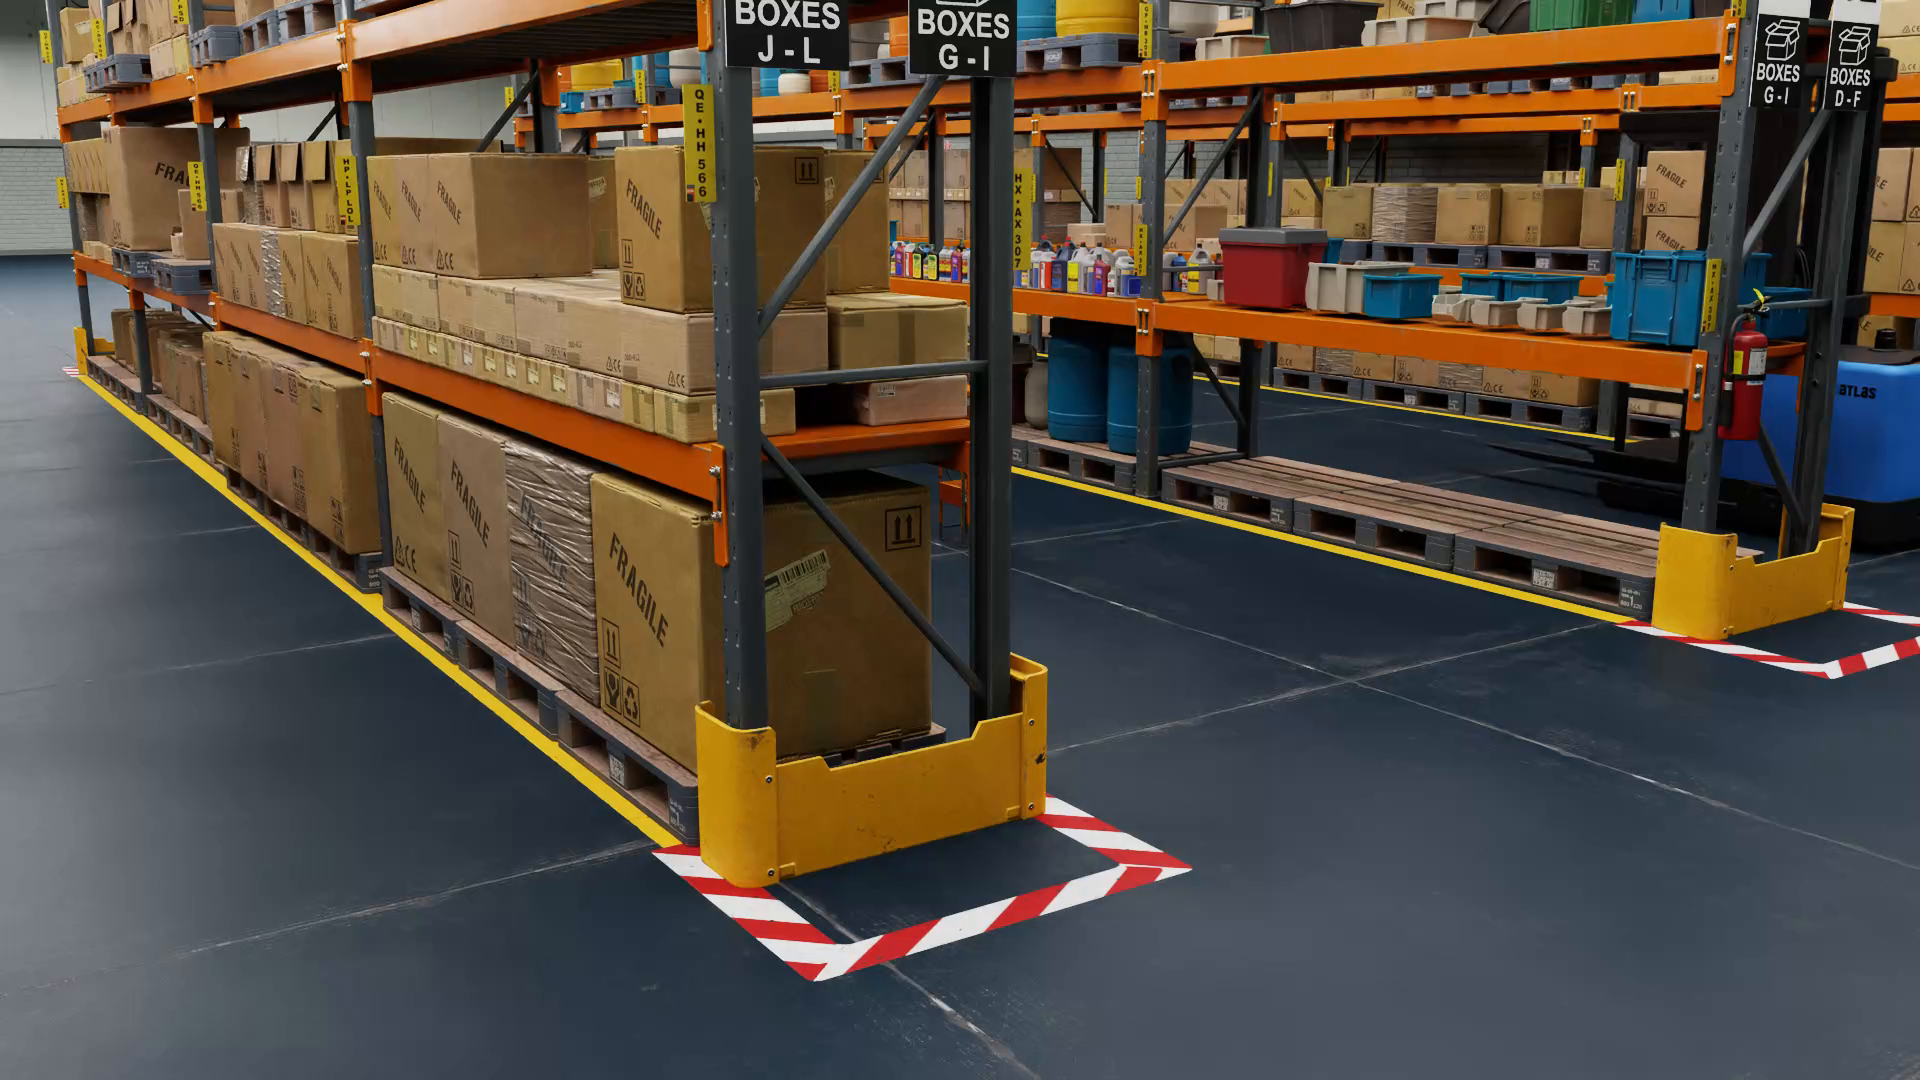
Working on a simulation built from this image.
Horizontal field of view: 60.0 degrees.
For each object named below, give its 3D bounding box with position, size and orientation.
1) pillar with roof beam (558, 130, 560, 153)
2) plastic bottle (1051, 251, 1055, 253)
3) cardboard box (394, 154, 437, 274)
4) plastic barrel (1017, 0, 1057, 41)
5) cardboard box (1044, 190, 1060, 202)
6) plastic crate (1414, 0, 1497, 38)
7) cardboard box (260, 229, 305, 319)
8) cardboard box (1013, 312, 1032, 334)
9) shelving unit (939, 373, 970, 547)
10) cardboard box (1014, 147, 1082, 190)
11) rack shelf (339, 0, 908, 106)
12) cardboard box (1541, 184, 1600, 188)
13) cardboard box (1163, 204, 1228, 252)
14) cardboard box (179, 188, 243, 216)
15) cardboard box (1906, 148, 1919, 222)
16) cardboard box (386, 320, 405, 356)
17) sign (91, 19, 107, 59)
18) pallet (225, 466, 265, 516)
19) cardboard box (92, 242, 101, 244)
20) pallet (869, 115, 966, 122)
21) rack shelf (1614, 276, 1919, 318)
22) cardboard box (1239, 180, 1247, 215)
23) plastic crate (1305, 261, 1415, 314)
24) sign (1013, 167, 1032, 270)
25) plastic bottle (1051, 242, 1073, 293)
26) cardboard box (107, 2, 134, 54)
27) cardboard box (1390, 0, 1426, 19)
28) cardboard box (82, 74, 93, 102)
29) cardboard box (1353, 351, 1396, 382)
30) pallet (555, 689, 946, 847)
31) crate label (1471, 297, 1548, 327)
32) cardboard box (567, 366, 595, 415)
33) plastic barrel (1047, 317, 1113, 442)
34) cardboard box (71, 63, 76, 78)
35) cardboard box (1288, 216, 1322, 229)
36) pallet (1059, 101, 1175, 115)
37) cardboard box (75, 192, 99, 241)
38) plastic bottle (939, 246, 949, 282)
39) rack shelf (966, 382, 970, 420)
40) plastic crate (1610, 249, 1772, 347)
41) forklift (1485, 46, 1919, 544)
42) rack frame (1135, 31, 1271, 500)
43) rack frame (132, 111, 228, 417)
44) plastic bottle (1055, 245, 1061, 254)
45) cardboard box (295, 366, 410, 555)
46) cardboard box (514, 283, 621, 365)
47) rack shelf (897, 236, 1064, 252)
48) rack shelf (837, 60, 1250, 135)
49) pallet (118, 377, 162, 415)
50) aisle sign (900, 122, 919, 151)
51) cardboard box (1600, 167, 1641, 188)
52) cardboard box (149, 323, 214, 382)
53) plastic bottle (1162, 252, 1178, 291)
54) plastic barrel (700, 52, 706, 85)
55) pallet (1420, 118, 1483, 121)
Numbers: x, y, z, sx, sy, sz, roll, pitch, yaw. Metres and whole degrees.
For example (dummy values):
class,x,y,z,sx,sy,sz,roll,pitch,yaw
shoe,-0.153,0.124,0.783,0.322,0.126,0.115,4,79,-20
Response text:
class,x,y,z,sx,sy,sz,roll,pitch,yaw
pillar with roof beam,-15.869,-12.847,47.544,9.100,9.000,0.548,-8,15,-33
plastic bottle,0.679,-1.971,12.155,0.097,0.271,0.097,0,12,0
cardboard box,-2.175,-1.454,7.387,0.500,0.500,0.500,-8,15,-33
plastic barrel,0.556,-4.006,11.983,0.600,0.901,0.708,-8,15,-33
cardboard box,0.993,-4.203,20.306,0.380,0.149,0.250,-8,15,-33
plastic crate,2.874,-2.932,9.505,0.437,0.282,0.530,-8,15,-33
cardboard box,-3.818,-1.590,9.875,0.500,0.500,0.500,-8,15,-33
cardboard box,0.884,-2.732,20.788,0.500,0.250,0.500,-8,15,-33
shelving unit,0.030,-0.503,9.706,0.215,1.050,0.252,-8,15,-33
cardboard box,1.071,-4.575,20.489,0.700,0.500,0.500,-8,15,-32
rack shelf,-1.386,-1.977,6.546,1.077,0.370,4.000,-8,15,-33
cardboard box,7.392,-4.036,20.031,0.700,0.500,0.500,-10,16,-39
cardboard box,2.595,-3.448,18.373,0.500,0.500,0.500,-9,15,-36
cardboard box,-5.889,-2.600,13.506,0.797,0.503,0.637,-6,14,-27
cardboard box,6.924,-2.445,11.447,0.500,0.500,0.500,-8,14,-31
cardboard box,-2.462,-0.958,7.808,0.380,0.149,0.250,-9,15,-35
sign,-7.374,-4.294,14.246,0.100,0.325,0.005,-8,15,-33
pallet,-4.336,-0.419,11.285,1.003,0.211,1.213,-8,15,-33
cardboard box,-8.646,-2.972,17.017,0.380,0.149,0.250,-8,15,-33
pallet,-0.524,-5.819,22.634,1.003,0.211,1.213,-8,15,-33
rack shelf,6.863,-1.684,12.225,1.077,0.370,4.000,-8,15,-33
cardboard box,4.373,-4.930,23.934,0.500,0.500,0.500,-9,15,-34
plastic crate,2.322,-1.484,9.761,0.437,0.282,0.530,-8,15,-33
sign,0.187,-1.034,5.357,0.100,0.325,0.005,-8,15,-33
plastic bottle,0.745,-1.939,11.823,0.144,0.351,0.185,-8,15,-33
cardboard box,-6.749,-4.268,14.110,0.797,0.503,0.637,-9,15,-36
cardboard box,4.340,-4.845,15.402,0.500,0.500,0.500,-8,15,-33
cardboard box,-7.964,-4.268,15.689,0.500,0.250,0.500,-8,15,-33
cardboard box,4.121,-1.799,15.889,0.500,0.500,0.500,-8,15,-34
pallet,-0.786,0.722,6.069,1.003,0.211,1.213,-8,15,-33
crate label,2.920,-1.218,8.887,0.396,0.136,0.243,-8,15,-33
cardboard box,-1.171,-0.545,5.921,0.380,0.149,0.250,-8,15,-32
plastic barrel,0.950,-1.210,12.303,0.600,0.901,0.708,-8,15,-33
cardboard box,-8.654,-4.675,16.617,0.380,0.149,0.250,-8,15,-33
cardboard box,4.929,-4.386,23.200,0.500,0.250,0.500,-8,15,-33
pallet,1.822,-5.031,19.270,0.805,0.209,1.217,-9,15,-35
cardboard box,-8.861,-3.447,17.670,0.875,0.500,0.500,-8,15,-33
plastic bottle,-0.117,-2.168,13.055,0.097,0.271,0.097,0,12,0
rack shelf,0.030,-0.770,9.648,0.215,0.259,0.240,-8,15,-33
plastic crate,3.504,-1.178,8.005,0.616,0.435,0.499,-8,15,-33
forklift,4.845,-1.663,10.607,1.130,2.935,3.031,-7,14,-30
rack frame,1.629,-1.805,11.097,1.000,3.000,0.127,-8,15,-33
rack frame,-6.927,-2.642,14.922,1.000,3.000,0.127,-8,15,-33
plastic bottle,0.751,-2.171,13.043,0.061,0.283,0.133,-8,15,-33
cardboard box,-2.865,-0.498,9.108,1.225,0.875,0.875,-8,15,-33
cardboard box,-1.330,-0.815,6.224,0.500,0.250,0.500,-9,15,-35
rack shelf,0.214,-3.818,21.984,1.077,0.370,4.000,-8,15,-33
rack shelf,0.521,-3.275,12.480,1.077,0.370,4.000,-8,15,-33
pallet,-7.328,-1.395,15.747,1.003,0.211,1.213,-8,15,-33
aisle sign,-0.686,-5.842,23.468,0.394,0.787,0.004,-8,15,-33
cardboard box,7.713,-4.143,19.055,0.500,0.250,0.500,-8,14,-31
cardboard box,-7.439,-1.803,15.953,0.500,0.500,0.500,-3,13,-15
plastic bottle,1.487,-1.937,11.990,0.152,0.276,0.135,-8,15,-33
plastic barrel,-2.341,-4.874,16.933,0.600,0.901,0.708,-8,15,-33
pallet,6.275,-5.468,21.263,1.213,0.211,1.003,-8,15,-33
